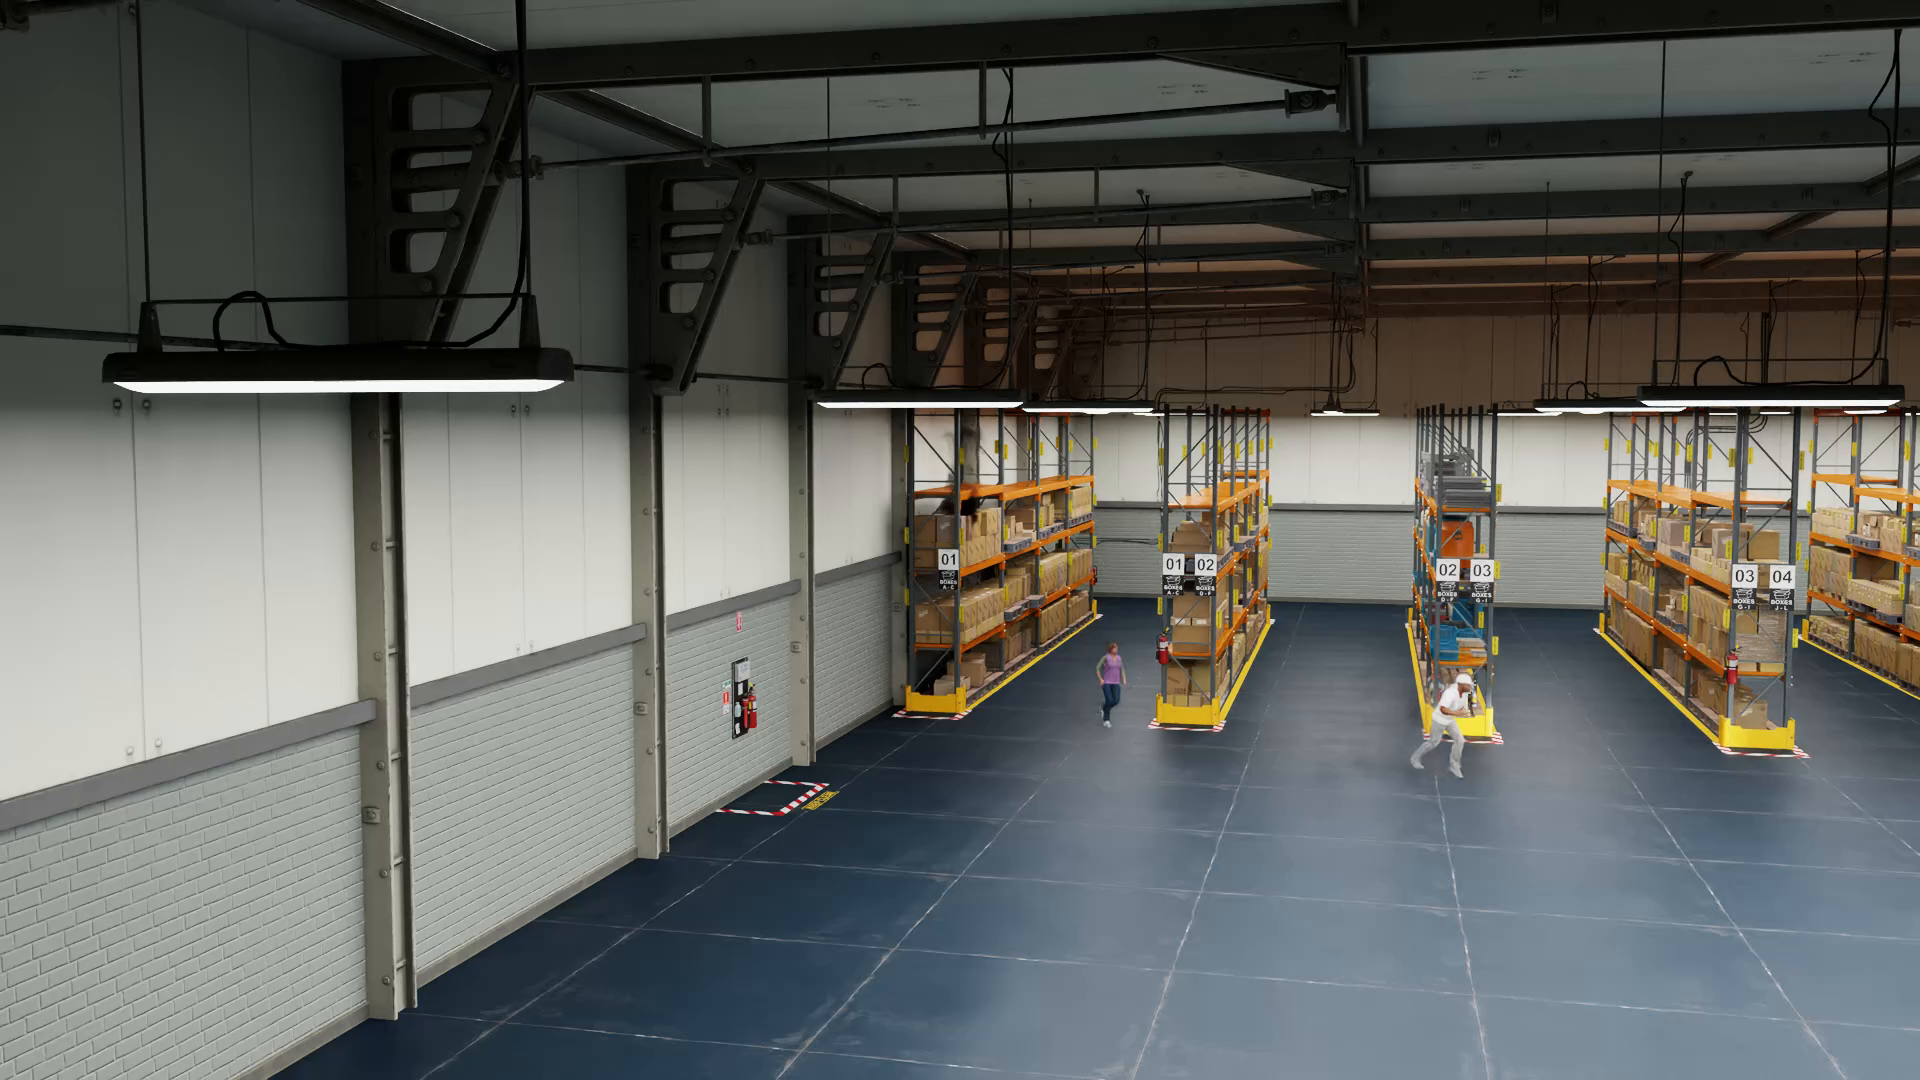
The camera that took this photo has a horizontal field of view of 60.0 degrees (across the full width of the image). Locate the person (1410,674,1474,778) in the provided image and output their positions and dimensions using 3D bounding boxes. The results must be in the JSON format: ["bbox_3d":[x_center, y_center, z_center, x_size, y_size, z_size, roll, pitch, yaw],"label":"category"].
[{"bbox_3d":[7.748,2.970,26.724,1.033,1.717,0.746,3,5,38],"label":"person"}]

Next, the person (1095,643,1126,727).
[{"bbox_3d":[2.819,2.700,31.108,0.585,1.550,0.481,-1,4,-18],"label":"person"}]

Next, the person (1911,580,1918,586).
[{"bbox_3d":[23.675,1.862,41.172,0.668,1.737,0.584,1,4,11],"label":"person"}]
